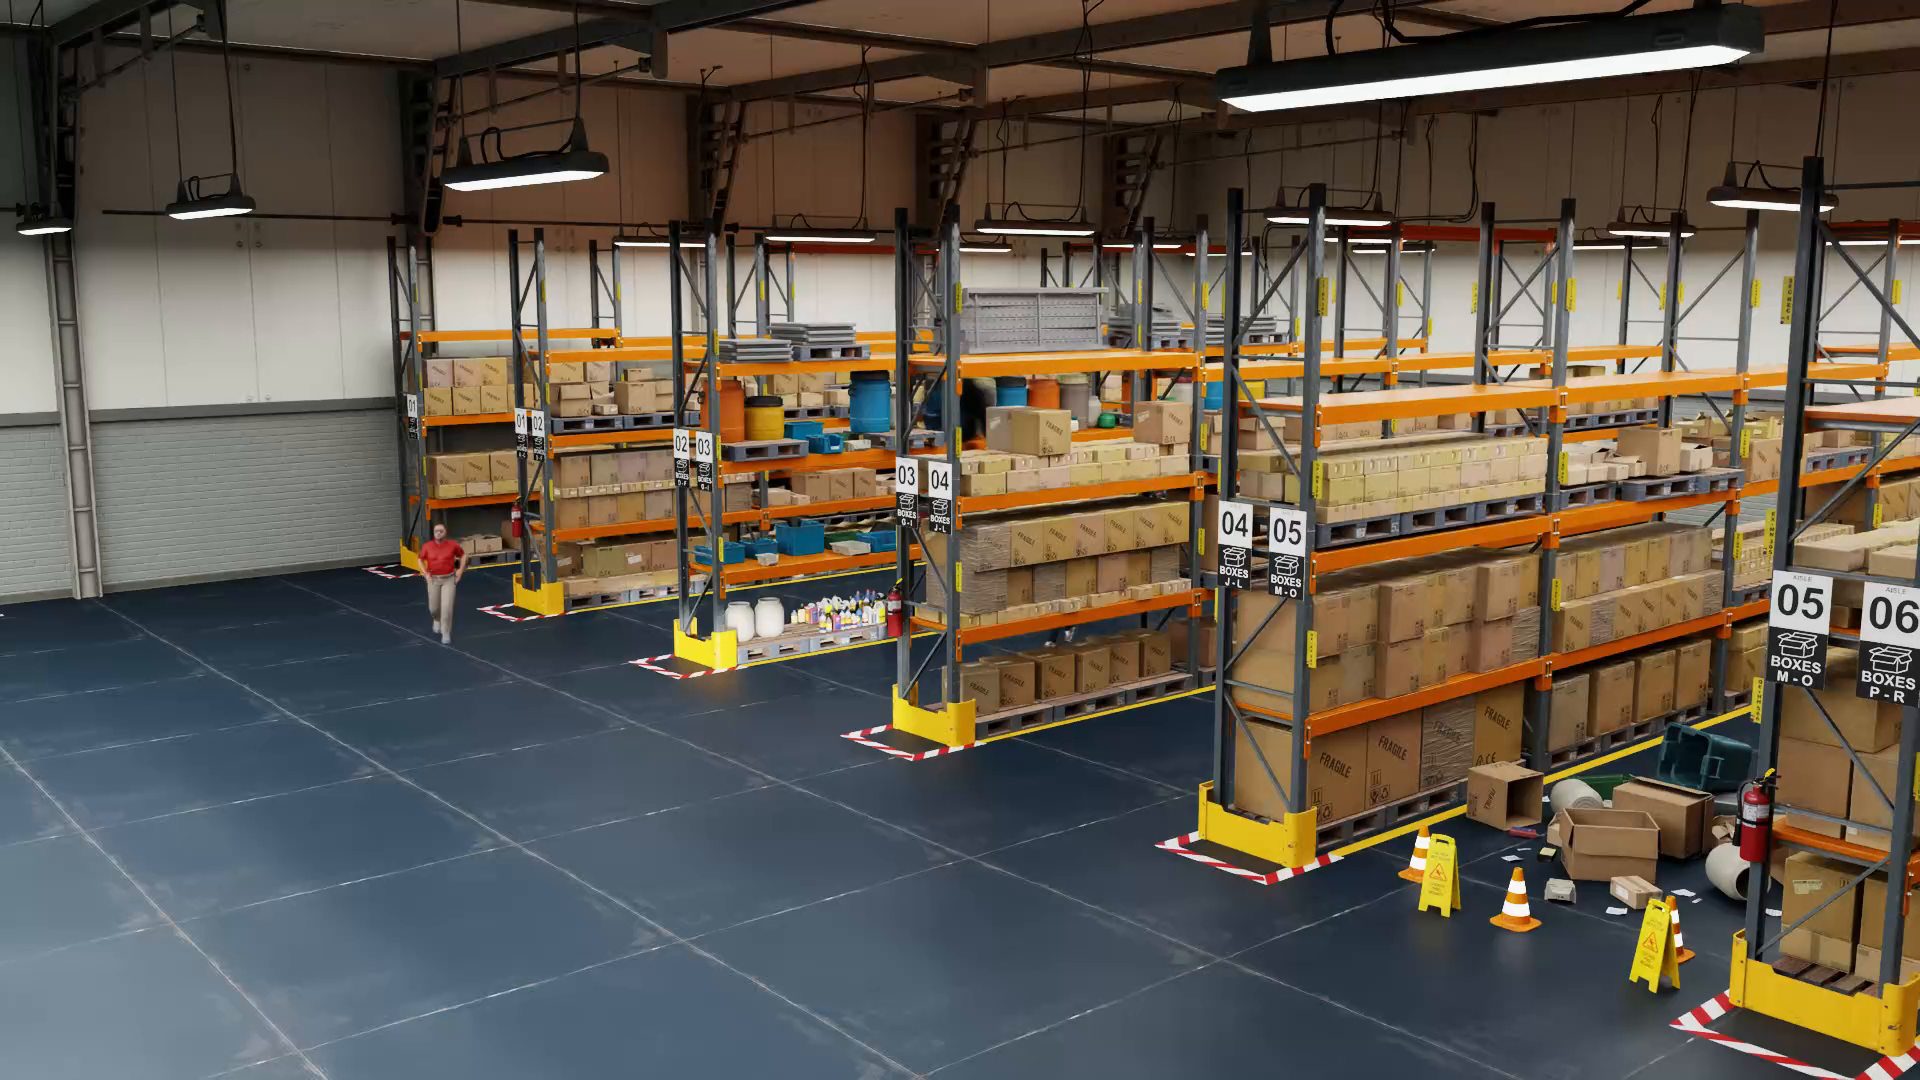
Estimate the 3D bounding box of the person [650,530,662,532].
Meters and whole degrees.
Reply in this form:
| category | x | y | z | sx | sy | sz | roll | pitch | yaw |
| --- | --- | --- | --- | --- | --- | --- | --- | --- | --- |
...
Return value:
| category | x | y | z | sx | sy | sz | roll | pitch | yaw |
| --- | --- | --- | --- | --- | --- | --- | --- | --- | --- |
| person | -5.456 | -0.202 | 29.798 | 0.717 | 1.731 | 0.617 | -6 | 11 | -36 |

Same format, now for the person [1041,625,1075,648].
| category | x | y | z | sx | sy | sz | roll | pitch | yaw |
| --- | --- | --- | --- | --- | --- | --- | --- | --- | --- |
| person | 1.335 | 0.705 | 22.383 | 0.539 | 1.506 | 0.754 | 8 | 12 | 42 |

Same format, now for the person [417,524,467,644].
| category | x | y | z | sx | sy | sz | roll | pitch | yaw |
| --- | --- | --- | --- | --- | --- | --- | --- | --- | --- |
| person | -7.557 | 0.610 | 24.309 | 0.690 | 1.719 | 0.726 | -2 | 9 | -13 |
